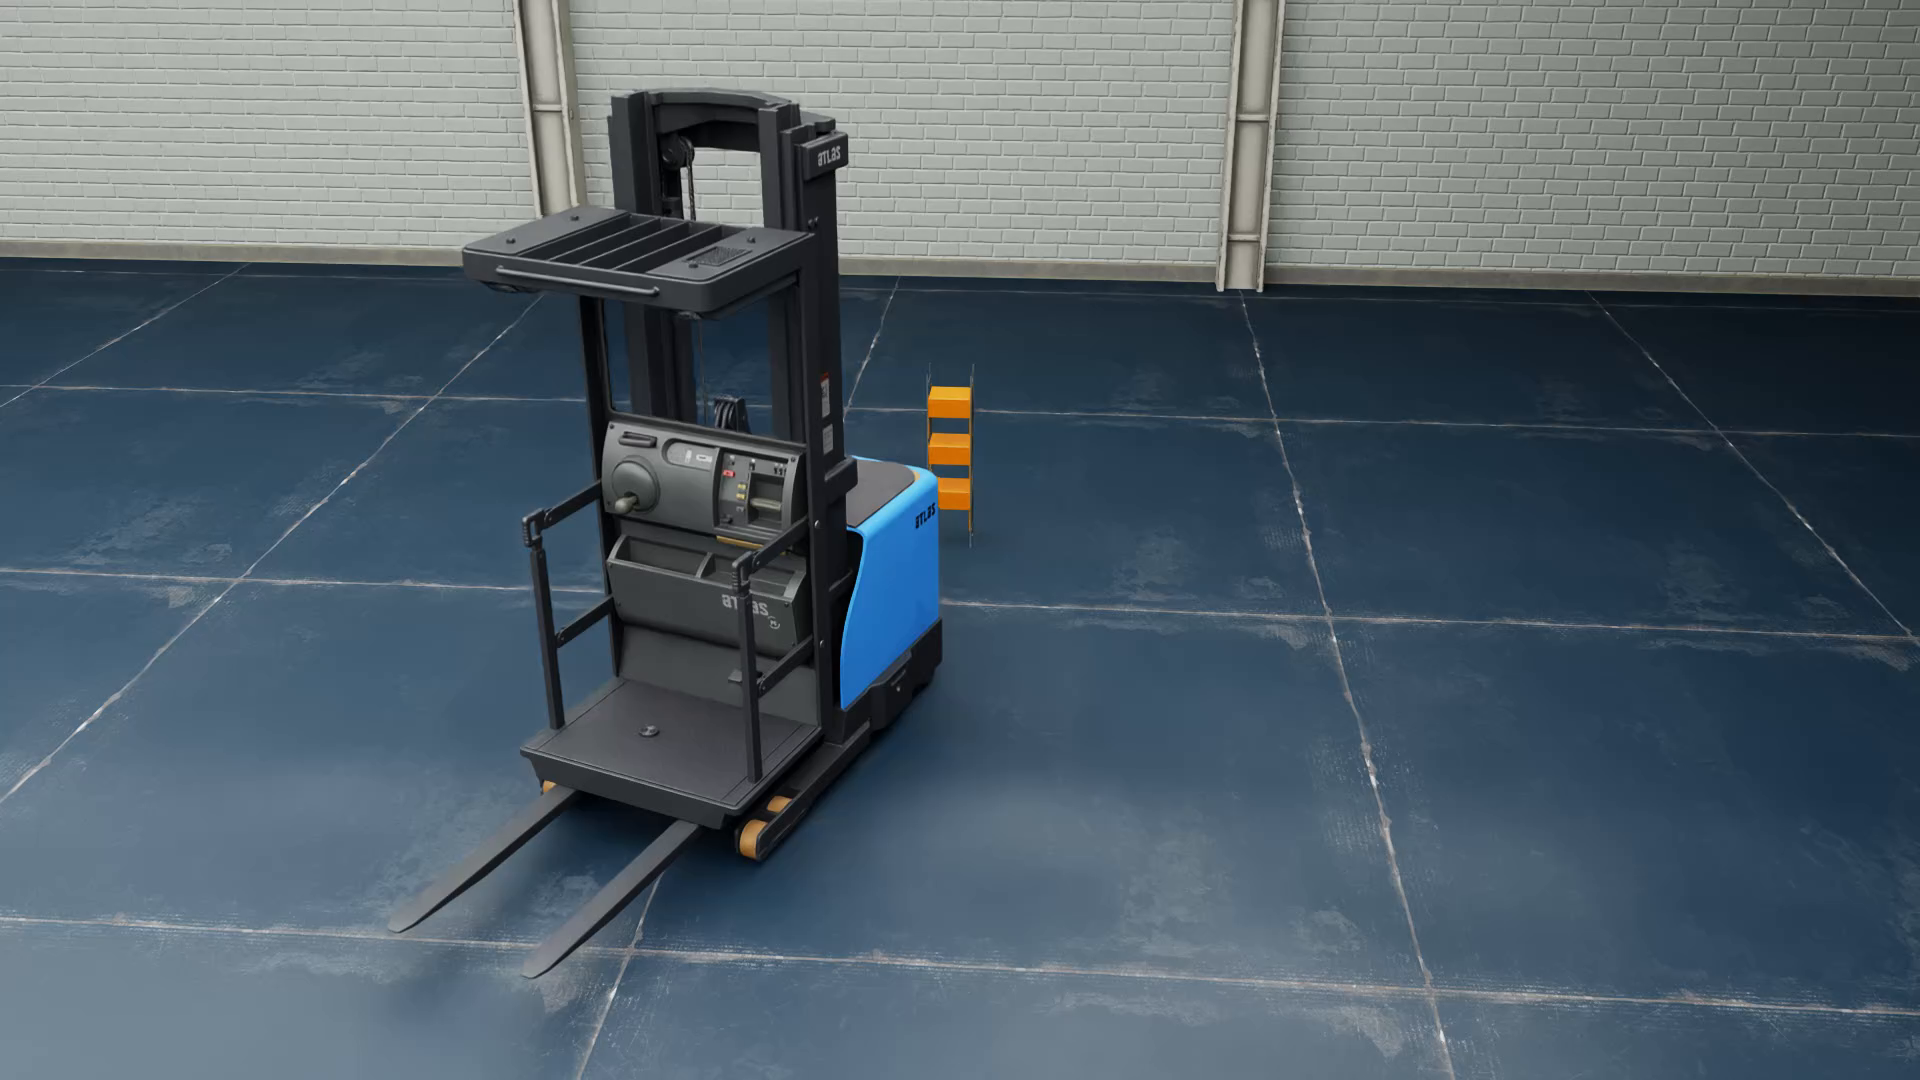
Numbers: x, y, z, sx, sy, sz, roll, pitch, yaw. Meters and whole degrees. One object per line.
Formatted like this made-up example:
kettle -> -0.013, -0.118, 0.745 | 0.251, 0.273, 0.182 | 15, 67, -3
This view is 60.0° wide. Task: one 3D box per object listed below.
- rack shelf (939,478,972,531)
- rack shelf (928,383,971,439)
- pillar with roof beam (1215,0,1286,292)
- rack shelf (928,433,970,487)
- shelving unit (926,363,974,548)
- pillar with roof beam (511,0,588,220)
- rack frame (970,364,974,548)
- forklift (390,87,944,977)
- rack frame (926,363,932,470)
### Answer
rack shelf -> -0.053, -0.217, 9.655 | 0.240, 0.259, 0.215 | 2, 25, 4
rack shelf -> -0.053, -0.727, 9.420 | 0.240, 0.259, 0.215 | 2, 25, 4
pillar with roof beam -> 2.116, -4.515, 8.797 | 0.400, 9.000, 9.100 | 2, 25, 4
rack shelf -> -0.053, -0.469, 9.539 | 0.240, 0.259, 0.215 | 2, 25, 4
shelving unit -> -0.053, -0.479, 9.534 | 0.252, 1.050, 0.215 | 2, 25, 4
pillar with roof beam -> -3.866, -4.707, 9.214 | 0.400, 9.000, 9.100 | 2, 25, 4
rack frame -> 0.068, -0.475, 9.526 | 0.008, 1.050, 0.200 | 2, 25, 4
forklift -> -1.162, -0.222, 6.726 | 1.130, 2.935, 3.031 | 11, 27, 23
rack frame -> -0.175, -0.483, 9.543 | 0.008, 1.050, 0.200 | 2, 25, 4
